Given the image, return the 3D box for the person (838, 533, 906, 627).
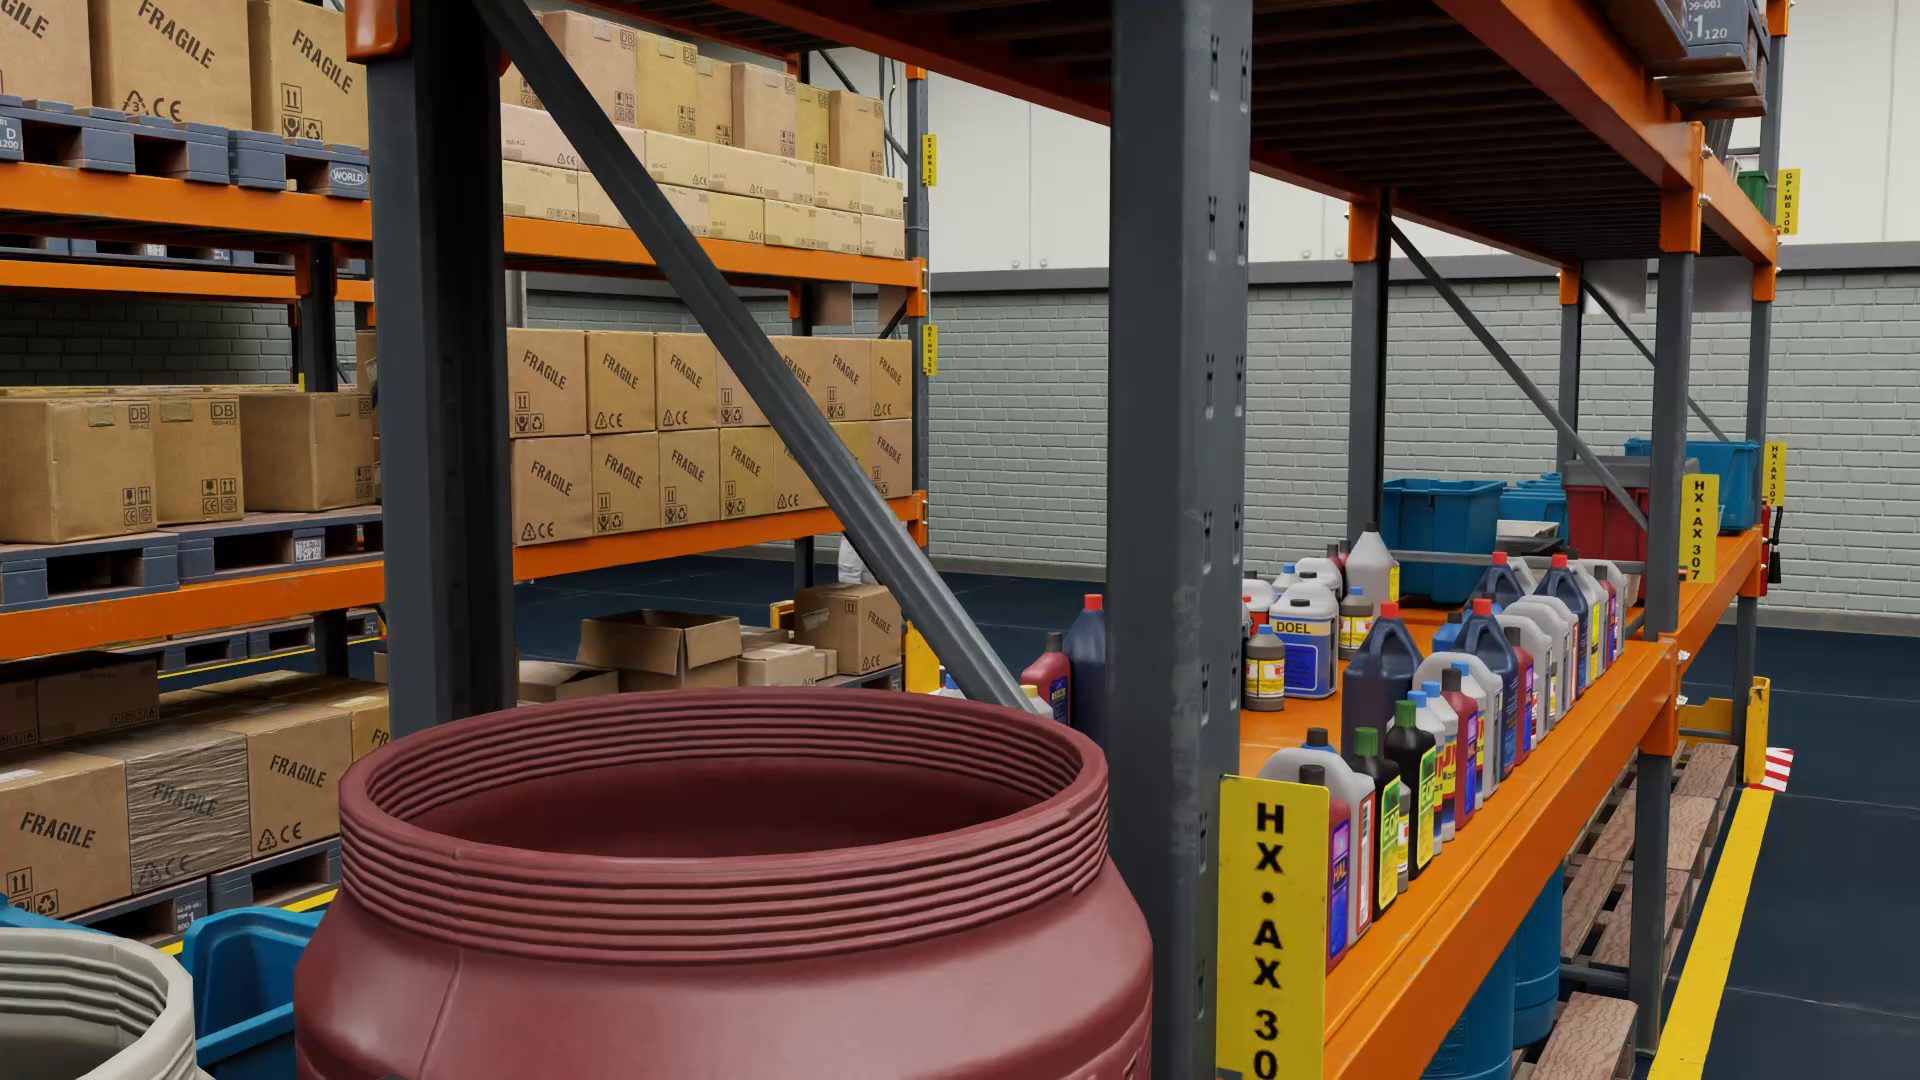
[{"bbox_3d":[-0.752,-0.103,12.910,0.670,1.782,0.585,1,6,14],"label":"person"}]
